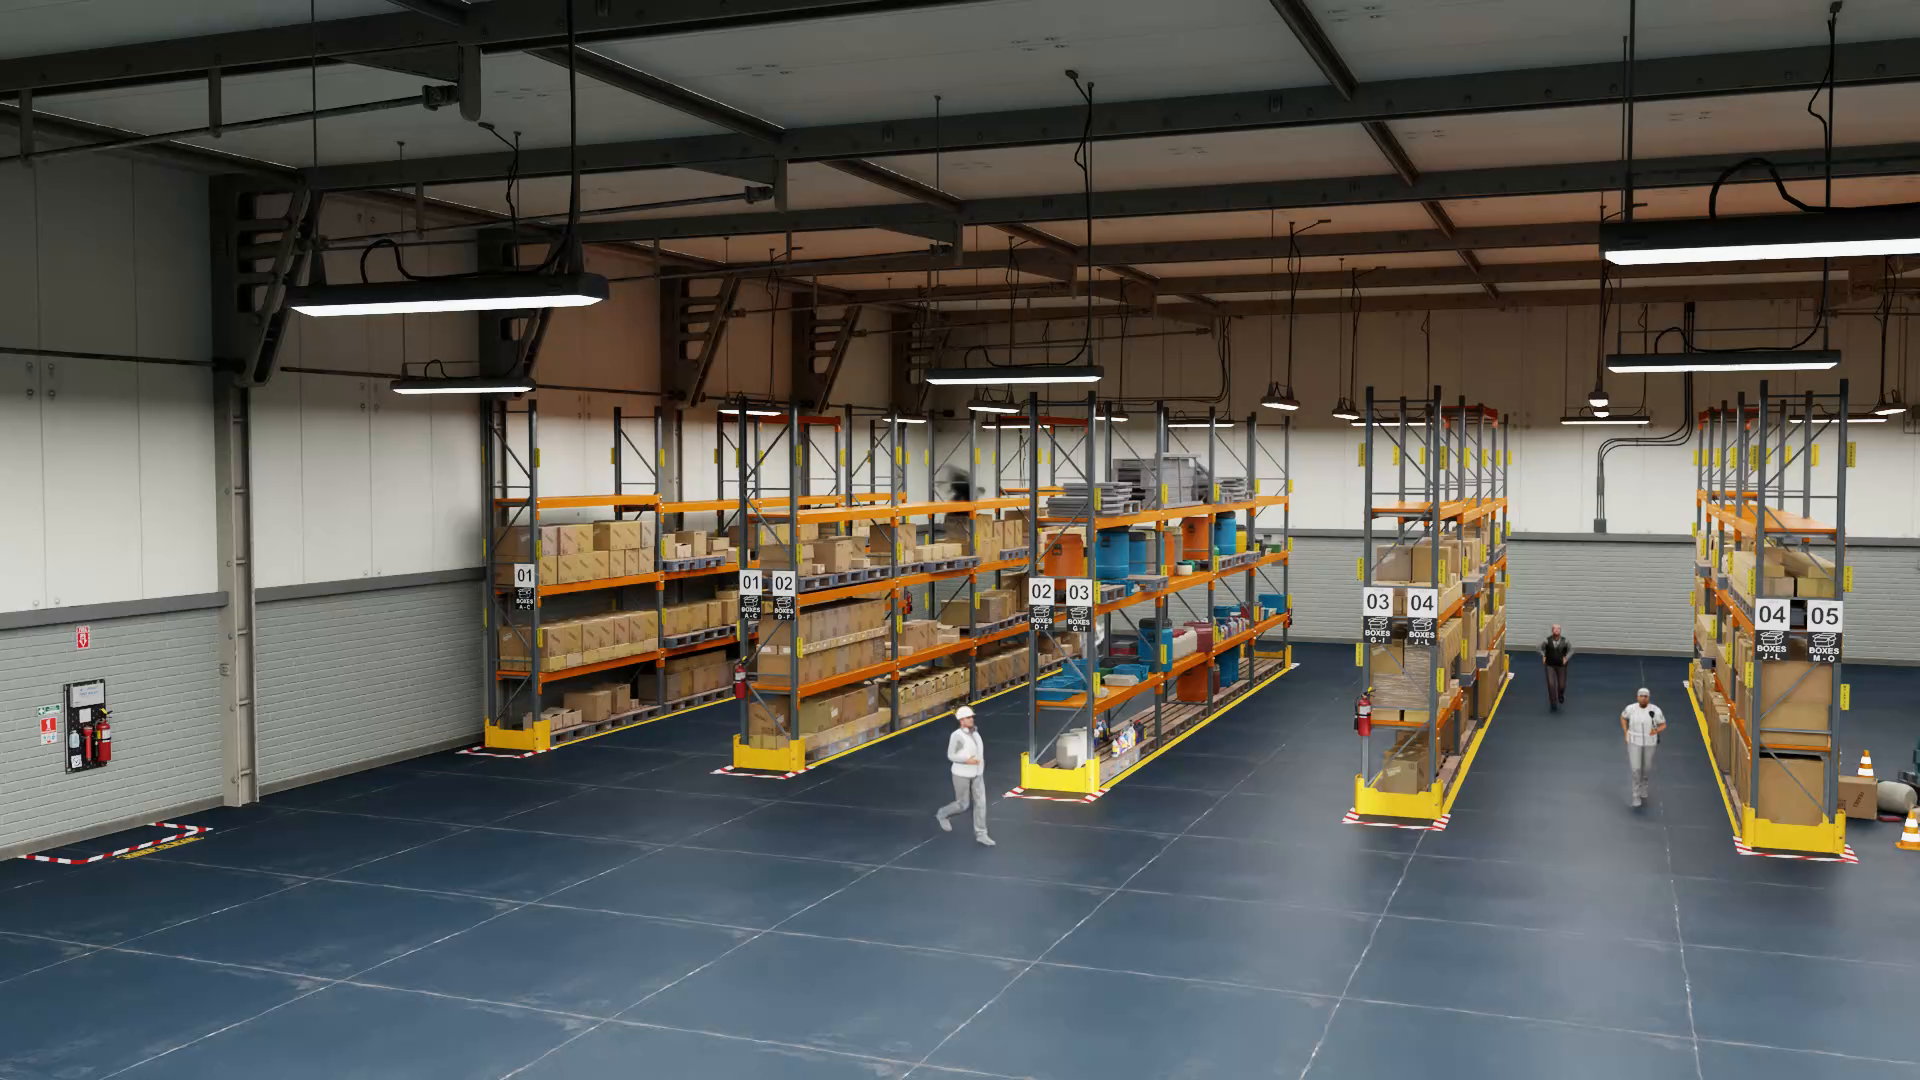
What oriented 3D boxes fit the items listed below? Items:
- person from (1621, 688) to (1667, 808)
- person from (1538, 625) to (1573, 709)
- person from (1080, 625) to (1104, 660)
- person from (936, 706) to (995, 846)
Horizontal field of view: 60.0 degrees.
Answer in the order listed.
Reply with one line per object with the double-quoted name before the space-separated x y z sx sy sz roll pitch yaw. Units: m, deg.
"person" 9.915 2.982 24.124 0.601 1.693 0.855 1 3 17
"person" 11.912 2.525 33.265 0.659 1.671 0.614 1 3 21
"person" 2.865 2.404 36.302 0.589 1.701 1.034 1 3 18
"person" 0.086 3.045 21.618 0.936 1.769 0.661 3 4 43
